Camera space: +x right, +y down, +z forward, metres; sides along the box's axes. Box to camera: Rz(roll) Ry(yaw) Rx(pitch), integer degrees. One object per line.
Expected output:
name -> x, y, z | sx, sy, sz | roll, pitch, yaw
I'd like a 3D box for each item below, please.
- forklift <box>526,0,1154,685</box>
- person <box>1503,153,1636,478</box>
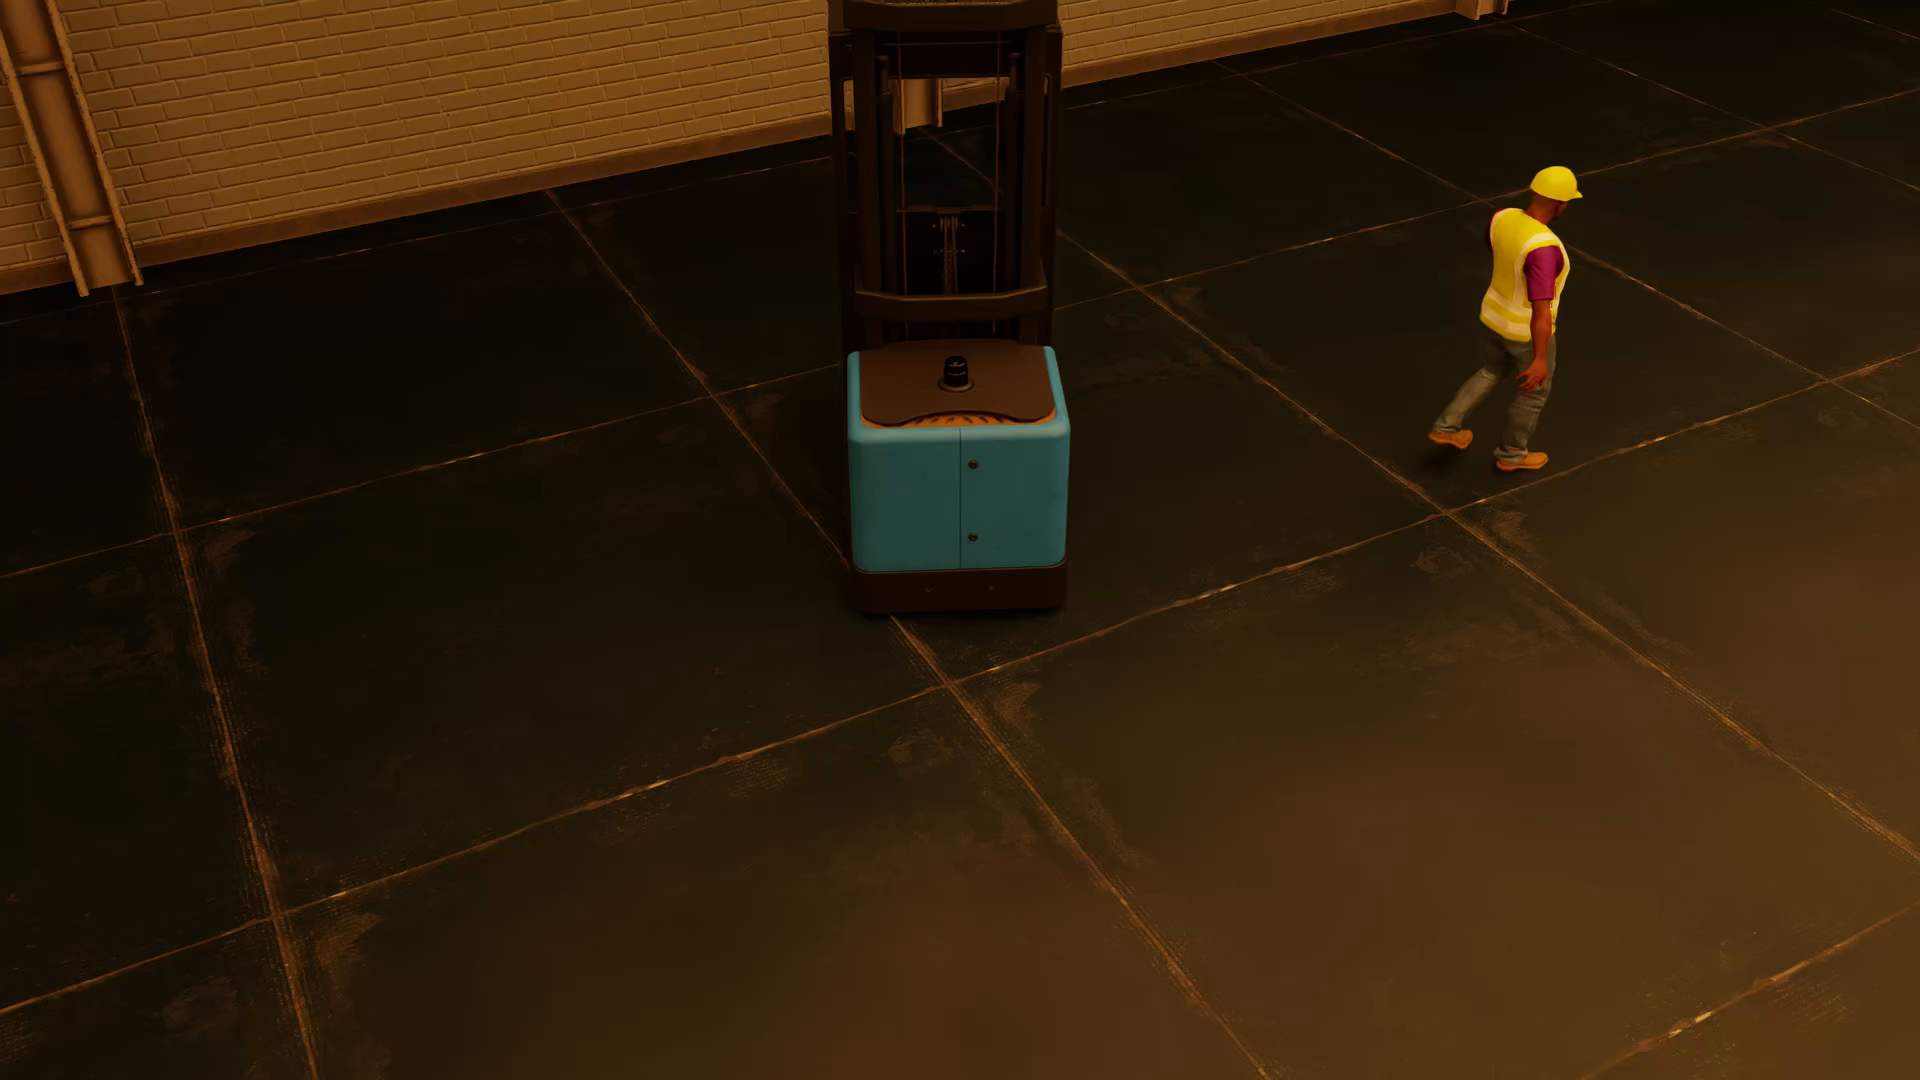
forklift -> -0.576, -0.987, 7.519 | 3.031, 2.935, 1.130 | -19, 39, -25
person -> 3.222, -1.202, 8.843 | 0.461, 1.759, 0.628 | -9, 36, -13
